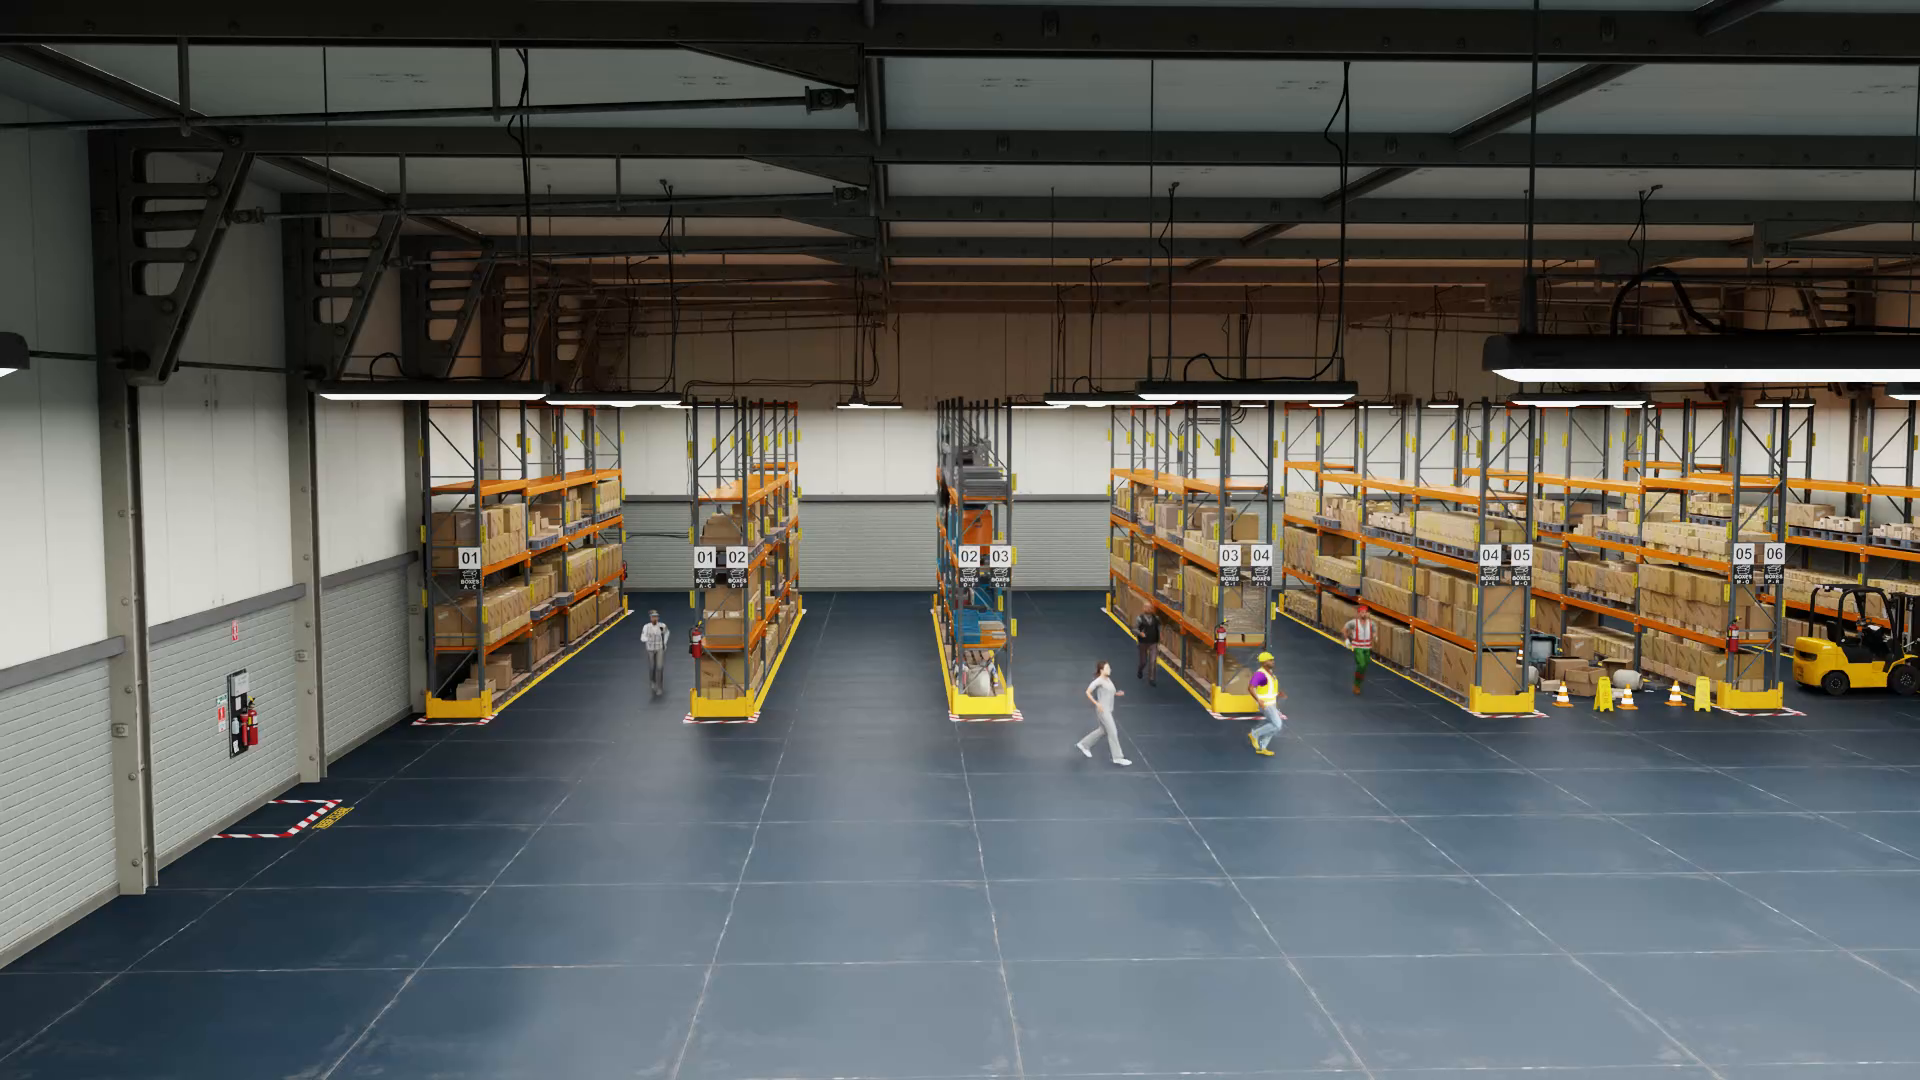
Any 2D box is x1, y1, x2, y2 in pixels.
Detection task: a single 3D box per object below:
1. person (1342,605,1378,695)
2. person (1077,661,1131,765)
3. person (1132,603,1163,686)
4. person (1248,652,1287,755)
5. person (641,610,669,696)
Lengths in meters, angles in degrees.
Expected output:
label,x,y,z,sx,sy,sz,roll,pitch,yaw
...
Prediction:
label,x,y,z,sx,sy,sz,roll,pitch,yaw
person,8.183,2.234,33.799,0.642,1.816,0.738,-1,5,-14
person,2.333,2.790,26.976,0.970,1.632,0.565,2,5,25
person,3.910,2.142,34.438,0.676,1.686,0.971,0,4,-6
person,5.123,2.727,27.678,0.580,1.722,0.699,2,5,26
person,-6.195,2.272,33.777,0.557,1.737,0.816,-1,4,-7
